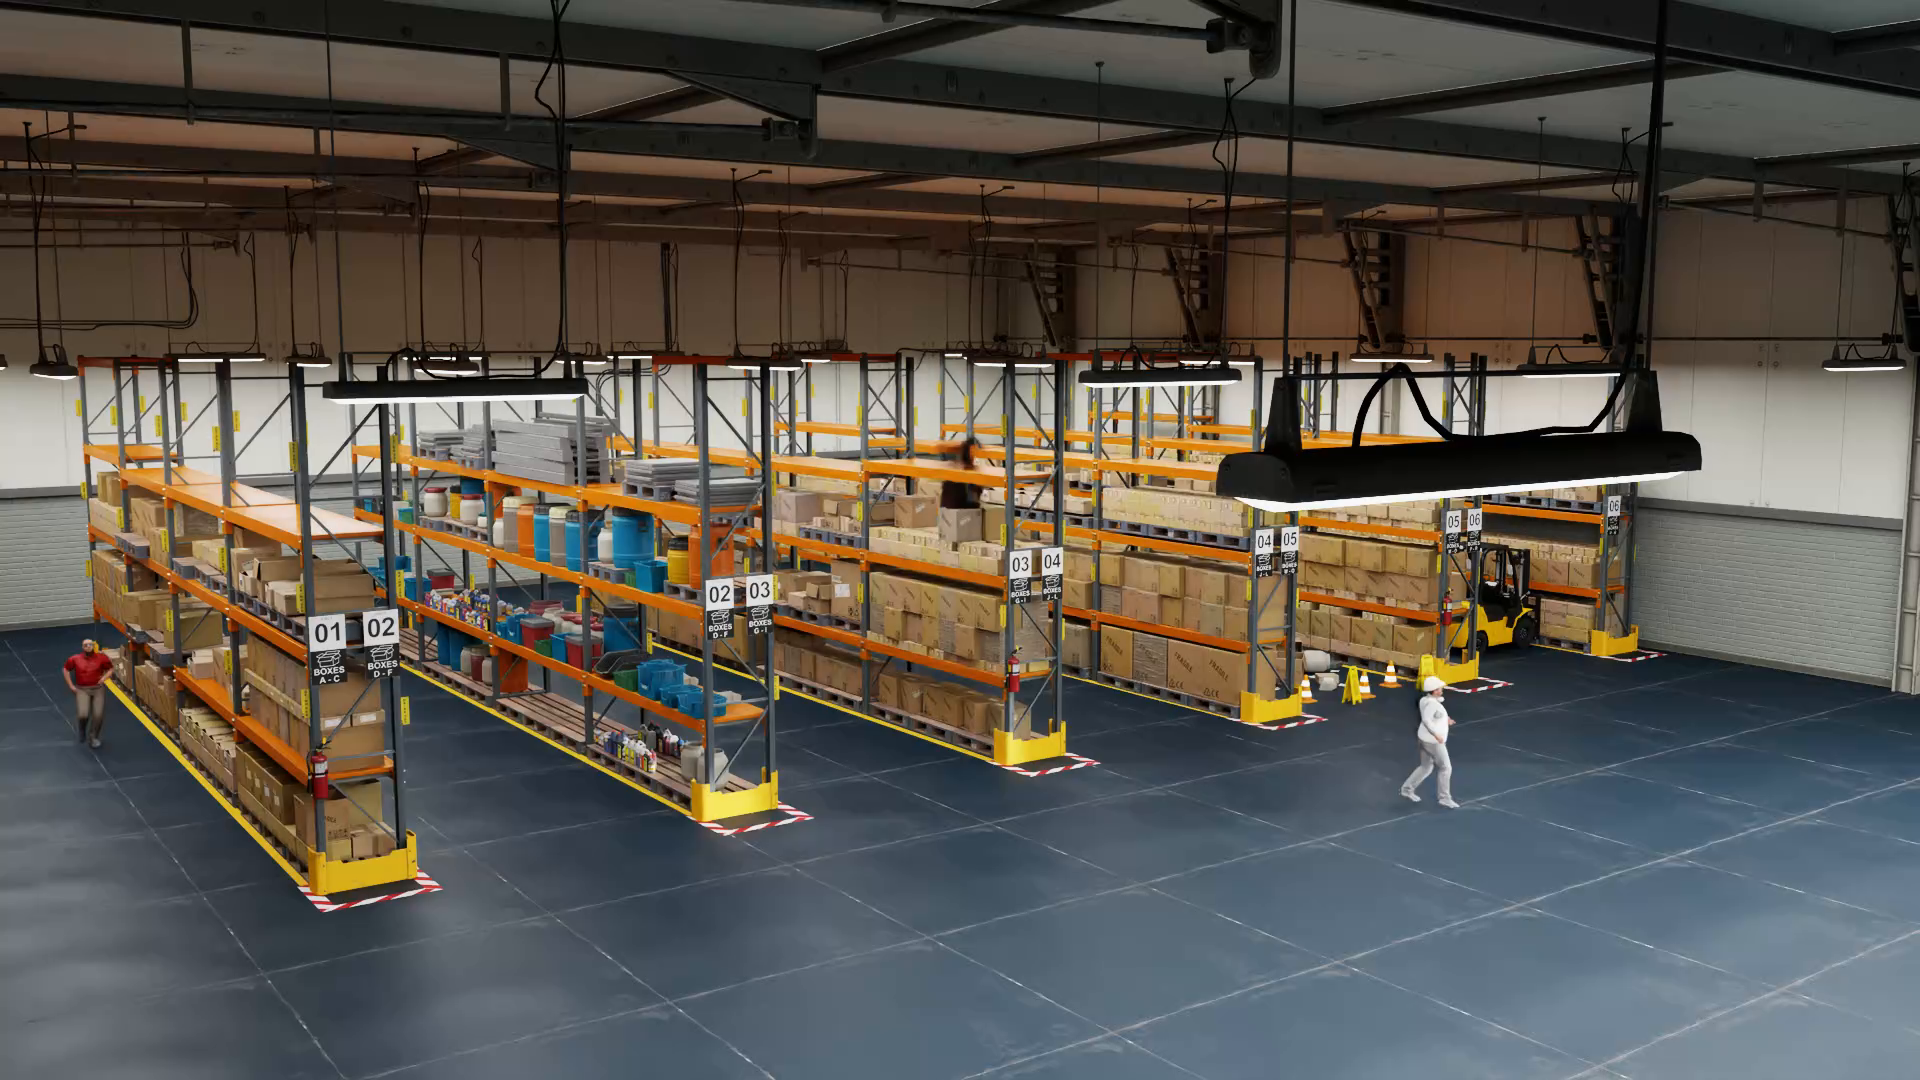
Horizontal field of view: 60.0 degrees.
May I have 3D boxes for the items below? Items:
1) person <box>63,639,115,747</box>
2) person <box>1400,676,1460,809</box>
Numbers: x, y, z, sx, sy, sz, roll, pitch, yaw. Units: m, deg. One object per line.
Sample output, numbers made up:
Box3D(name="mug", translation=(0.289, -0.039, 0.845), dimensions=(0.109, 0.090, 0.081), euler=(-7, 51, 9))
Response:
Box3D(name="person", translation=(-13.469, 2.371, 25.765), dimensions=(0.710, 1.697, 0.563), euler=(-4, 8, -31))
Box3D(name="person", translation=(6.373, 2.730, 22.468), dimensions=(0.784, 1.805, 0.664), euler=(0, 7, -4))
